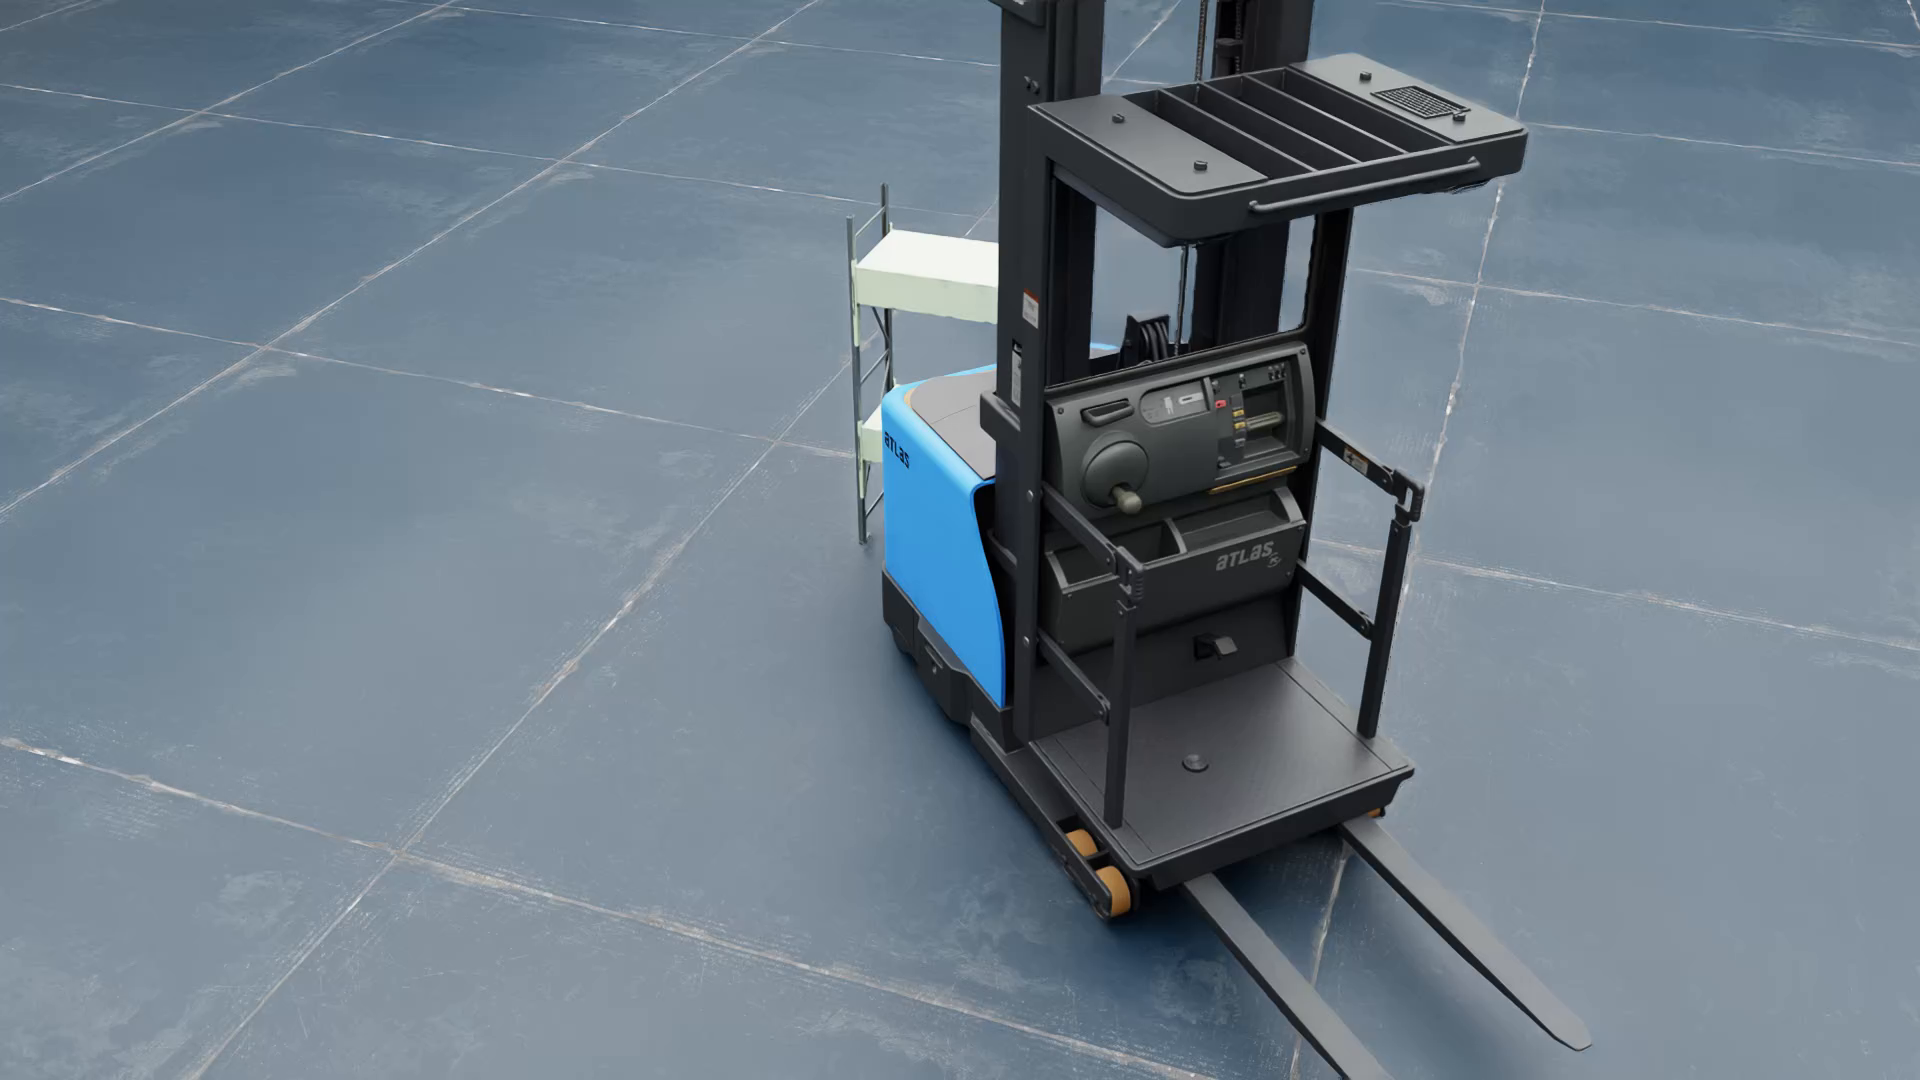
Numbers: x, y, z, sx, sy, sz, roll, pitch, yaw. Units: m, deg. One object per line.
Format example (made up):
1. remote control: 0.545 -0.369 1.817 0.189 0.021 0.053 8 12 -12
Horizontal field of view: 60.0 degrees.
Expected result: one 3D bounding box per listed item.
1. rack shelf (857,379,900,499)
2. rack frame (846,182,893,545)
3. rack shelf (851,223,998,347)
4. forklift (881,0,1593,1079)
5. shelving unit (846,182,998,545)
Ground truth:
1. rack shelf: -0.018 -0.376 7.051 0.720 0.370 0.431 11 34 16
2. rack frame: -0.364 -0.714 6.974 0.023 1.500 0.400 11 34 16
3. rack shelf: -0.018 -0.978 6.662 0.720 0.370 0.431 11 34 16
4. forklift: 0.801 -0.288 4.994 1.130 2.935 3.031 -15 36 -22
5. shelving unit: -0.018 -0.650 6.874 0.755 1.500 0.431 11 34 16
